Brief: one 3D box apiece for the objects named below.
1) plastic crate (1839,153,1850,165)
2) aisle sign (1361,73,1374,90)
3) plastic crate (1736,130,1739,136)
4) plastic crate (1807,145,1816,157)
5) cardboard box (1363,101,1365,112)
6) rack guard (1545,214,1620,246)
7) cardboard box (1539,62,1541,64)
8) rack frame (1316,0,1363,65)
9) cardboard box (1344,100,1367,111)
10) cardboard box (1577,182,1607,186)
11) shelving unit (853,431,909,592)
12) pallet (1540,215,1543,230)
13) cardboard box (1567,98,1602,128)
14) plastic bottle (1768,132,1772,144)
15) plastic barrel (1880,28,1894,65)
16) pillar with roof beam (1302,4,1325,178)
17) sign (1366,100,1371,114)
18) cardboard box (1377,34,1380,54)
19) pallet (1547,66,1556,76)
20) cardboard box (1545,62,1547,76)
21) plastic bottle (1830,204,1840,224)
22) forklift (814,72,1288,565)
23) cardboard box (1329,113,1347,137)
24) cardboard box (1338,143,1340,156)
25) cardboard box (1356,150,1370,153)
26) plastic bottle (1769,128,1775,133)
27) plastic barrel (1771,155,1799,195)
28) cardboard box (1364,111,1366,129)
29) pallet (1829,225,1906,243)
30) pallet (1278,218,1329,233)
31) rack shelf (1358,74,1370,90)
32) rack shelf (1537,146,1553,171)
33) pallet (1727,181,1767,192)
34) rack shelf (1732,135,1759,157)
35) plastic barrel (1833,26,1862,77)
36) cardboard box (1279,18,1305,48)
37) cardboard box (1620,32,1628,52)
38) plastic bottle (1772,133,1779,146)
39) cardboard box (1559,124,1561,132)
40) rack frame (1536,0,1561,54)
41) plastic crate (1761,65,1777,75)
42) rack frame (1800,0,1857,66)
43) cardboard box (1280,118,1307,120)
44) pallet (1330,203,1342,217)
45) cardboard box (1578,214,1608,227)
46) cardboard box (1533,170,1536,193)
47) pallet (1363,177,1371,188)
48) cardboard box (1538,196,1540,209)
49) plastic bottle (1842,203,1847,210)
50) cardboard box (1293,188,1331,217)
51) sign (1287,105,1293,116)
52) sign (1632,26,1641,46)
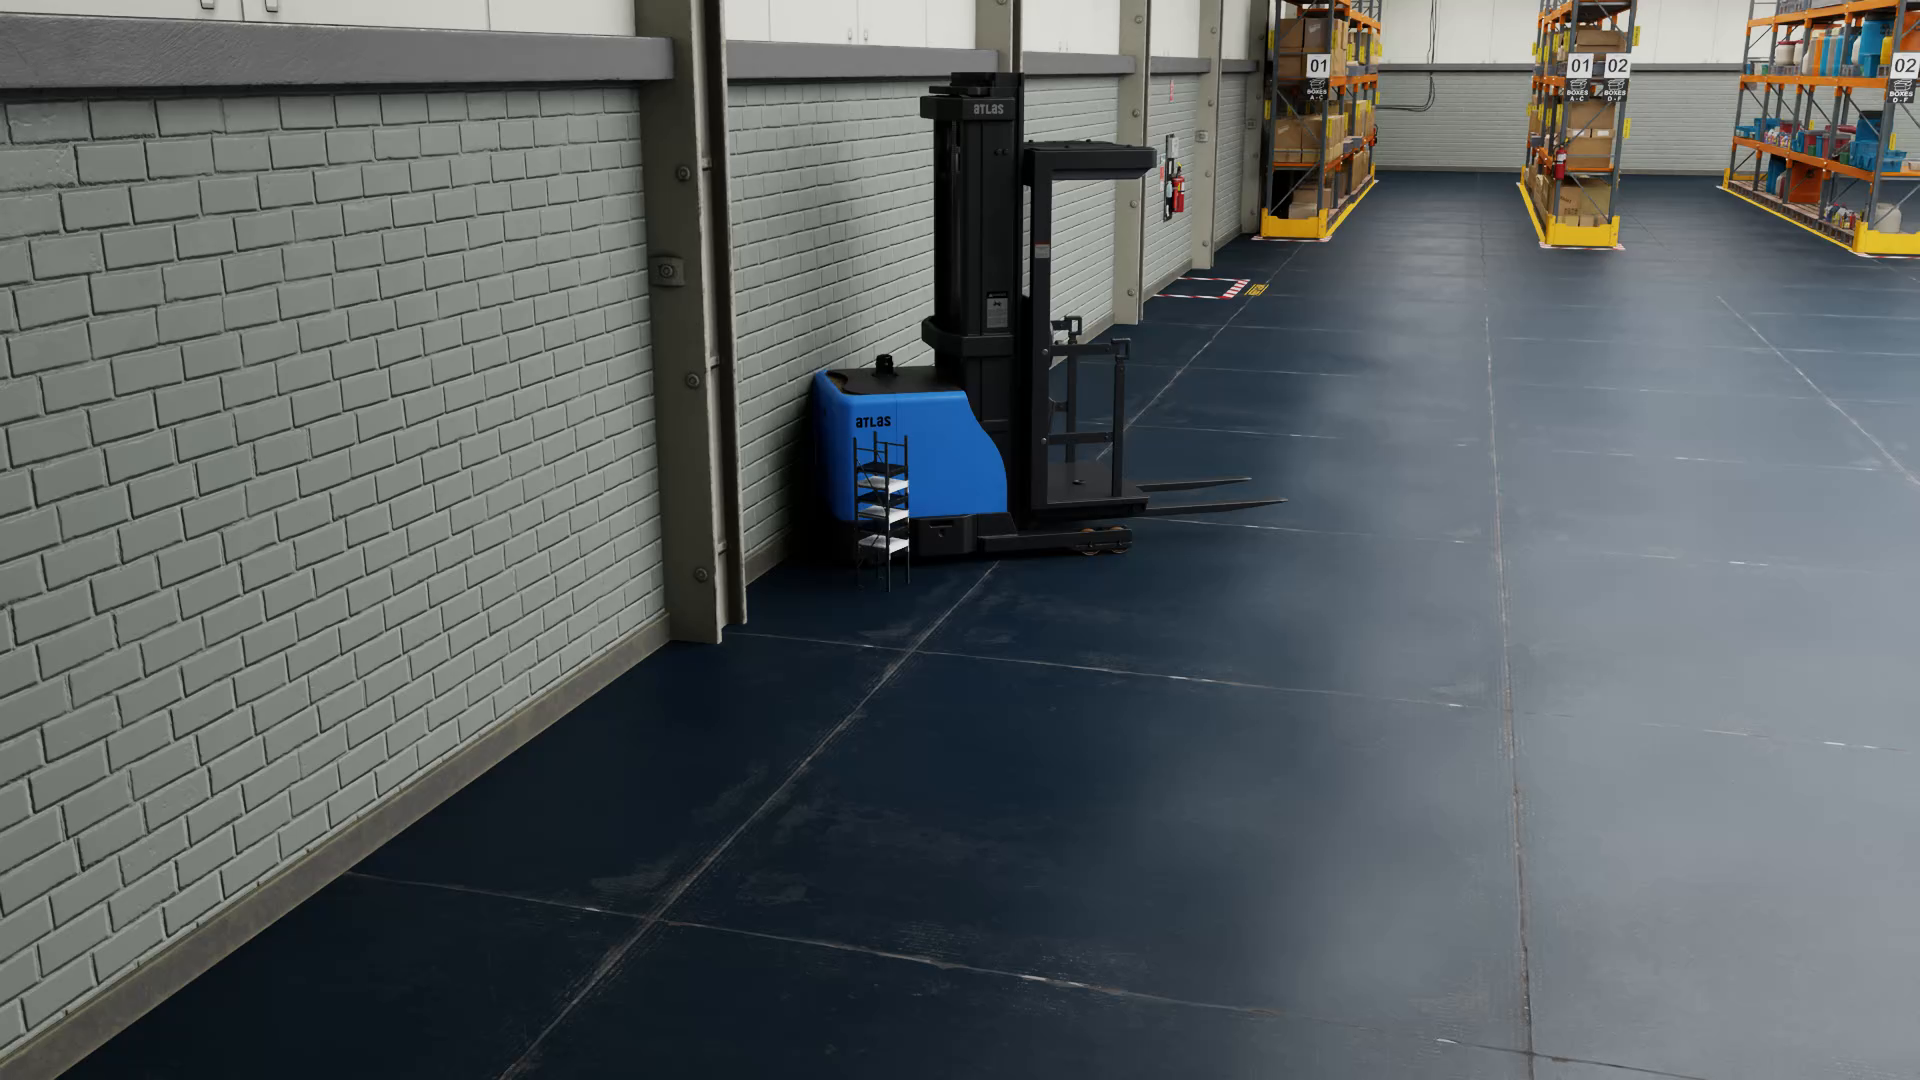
[{"bbox_3d":[16.046,-6.823,29.776,0.450,0.188,0.662,5,16,16],"label":"plastic crate"},{"bbox_3d":[10.922,-12.412,44.329,0.394,0.787,0.004,5,16,16],"label":"aisle sign"},{"bbox_3d":[19.556,-10.183,41.608,0.250,0.136,0.298,5,16,16],"label":"plastic crate"},{"bbox_3d":[16.926,-7.634,32.635,0.450,0.188,0.662,5,16,16],"label":"plastic crate"},{"bbox_3d":[9.435,-10.406,39.881,0.500,0.250,0.500,5,17,17],"label":"cardboard box"},{"bbox_3d":[10.811,-5.388,28.909,1.175,0.500,0.348,5,16,16],"label":"rack guard"},{"bbox_3d":[14.105,-11.496,39.725,0.500,0.250,0.500,5,16,16],"label":"cardboard box"},{"bbox_3d":[8.340,-11.959,36.502,1.000,3.000,0.127,5,16,16],"label":"rack frame"},{"bbox_3d":[9.590,-10.539,40.350,0.500,0.250,0.500,5,17,17],"label":"cardboard box"},{"bbox_3d":[11.453,-6.223,30.166,0.500,0.500,0.500,5,16,16],"label":"cardboard box"},{"bbox_3d":[-0.461,-0.167,9.770,0.258,0.900,0.210,10,19,31],"label":"shelving unit"},{"bbox_3d":[11.688,-6.097,31.938,1.003,0.211,1.213,5,16,16],"label":"pallet"},{"bbox_3d":[11.122,-7.542,29.362,0.700,0.500,0.500,4,16,14],"label":"cardboard box"},{"bbox_3d":[18.316,-9.074,37.559,0.097,0.271,0.097,0,16,0],"label":"plastic bottle"},{"bbox_3d":[15.768,-8.256,27.827,0.600,0.588,0.600,0,16,0],"label":"plastic barrel"},{"bbox_3d":[12.974,-12.922,39.897,9.100,9.000,0.400,5,16,16],"label":"pillar with roof beam"},{"bbox_3d":[10.000,-10.599,40.723,0.100,0.325,0.005,5,16,16],"label":"sign"},{"bbox_3d":[10.667,-12.935,43.388,0.500,0.500,0.500,5,16,16],"label":"cardboard box"},{"bbox_3d":[12.984,-9.858,34.936,1.213,0.211,1.003,5,17,18],"label":"pallet"},{"bbox_3d":[13.327,-10.431,36.429,0.910,0.500,0.500,5,16,16],"label":"cardboard box"},{"bbox_3d":[16.021,-5.967,30.419,0.144,0.351,0.185,4,16,14],"label":"plastic bottle"},{"bbox_3d":[0.613,-1.450,10.570,3.031,2.935,1.130,-4,16,-13],"label":"forklift"},{"bbox_3d":[8.084,-9.061,36.288,0.700,0.500,0.500,3,16,11],"label":"cardboard box"},{"bbox_3d":[7.082,-7.554,32.203,0.500,0.250,0.500,5,16,16],"label":"cardboard box"},{"bbox_3d":[10.649,-10.239,44.054,0.380,0.149,0.250,4,16,15],"label":"cardboard box"},{"bbox_3d":[18.553,-9.250,38.035,0.144,0.351,0.185,5,16,16],"label":"plastic bottle"},{"bbox_3d":[18.604,-8.218,37.380,0.600,0.901,0.708,5,16,16],"label":"plastic barrel"},{"bbox_3d":[9.588,-10.180,40.458,0.500,0.500,0.500,4,16,15],"label":"cardboard box"},{"bbox_3d":[16.127,-5.424,29.566,1.003,0.211,1.213,5,16,16],"label":"pallet"},{"bbox_3d":[6.353,-5.868,31.132,1.003,0.211,1.213,5,16,16],"label":"pallet"},{"bbox_3d":[8.909,-10.693,38.854,1.077,0.370,4.000,5,16,16],"label":"rack shelf"},{"bbox_3d":[12.523,-7.821,34.223,1.077,0.370,4.000,5,16,16],"label":"rack shelf"},{"bbox_3d":[19.841,-8.844,41.621,1.003,0.211,1.213,5,16,16],"label":"pallet"},{"bbox_3d":[19.544,-9.528,40.244,1.077,0.370,4.000,5,16,16],"label":"rack shelf"},{"bbox_3d":[16.639,-9.092,30.973,0.600,0.901,0.708,5,16,16],"label":"plastic barrel"},{"bbox_3d":[5.939,-9.095,29.848,0.500,0.500,0.500,5,17,18],"label":"cardboard box"},{"bbox_3d":[11.551,-8.771,29.548,0.500,0.500,0.500,5,16,16],"label":"cardboard box"},{"bbox_3d":[18.150,-8.897,36.928,0.152,0.276,0.135,5,16,16],"label":"plastic bottle"},{"bbox_3d":[11.403,-7.681,31.040,0.380,0.149,0.250,4,16,14],"label":"cardboard box"},{"bbox_3d":[15.364,-13.669,42.530,1.000,3.000,0.127,5,16,16],"label":"rack frame"},{"bbox_3d":[18.928,-10.977,38.842,0.416,0.233,0.300,5,16,16],"label":"plastic crate"},{"bbox_3d":[17.839,-11.191,33.793,1.000,3.000,0.127,5,16,16],"label":"rack frame"},{"bbox_3d":[6.150,-7.549,30.811,0.500,0.500,0.500,5,17,17],"label":"cardboard box"},{"bbox_3d":[7.423,-6.889,34.730,1.003,0.211,1.213,5,16,16],"label":"pallet"},{"bbox_3d":[11.183,-5.599,29.342,0.500,0.250,0.500,5,16,16],"label":"cardboard box"},{"bbox_3d":[13.279,-8.097,37.655,0.500,0.500,0.500,4,16,14],"label":"cardboard box"},{"bbox_3d":[10.113,-9.291,43.199,1.003,0.211,1.213,5,16,16],"label":"pallet"},{"bbox_3d":[11.940,-6.786,33.526,0.500,0.250,0.500,4,16,15],"label":"cardboard box"},{"bbox_3d":[16.213,-6.005,30.553,0.144,0.351,0.185,5,16,16],"label":"plastic bottle"},{"bbox_3d":[6.768,-6.500,32.025,0.700,0.500,0.500,4,16,12],"label":"cardboard box"},{"bbox_3d":[6.670,-8.626,33.621,0.100,0.325,0.005,5,16,16],"label":"sign"},{"bbox_3d":[11.348,-8.454,27.894,0.100,0.325,0.005,5,16,16],"label":"sign"}]
